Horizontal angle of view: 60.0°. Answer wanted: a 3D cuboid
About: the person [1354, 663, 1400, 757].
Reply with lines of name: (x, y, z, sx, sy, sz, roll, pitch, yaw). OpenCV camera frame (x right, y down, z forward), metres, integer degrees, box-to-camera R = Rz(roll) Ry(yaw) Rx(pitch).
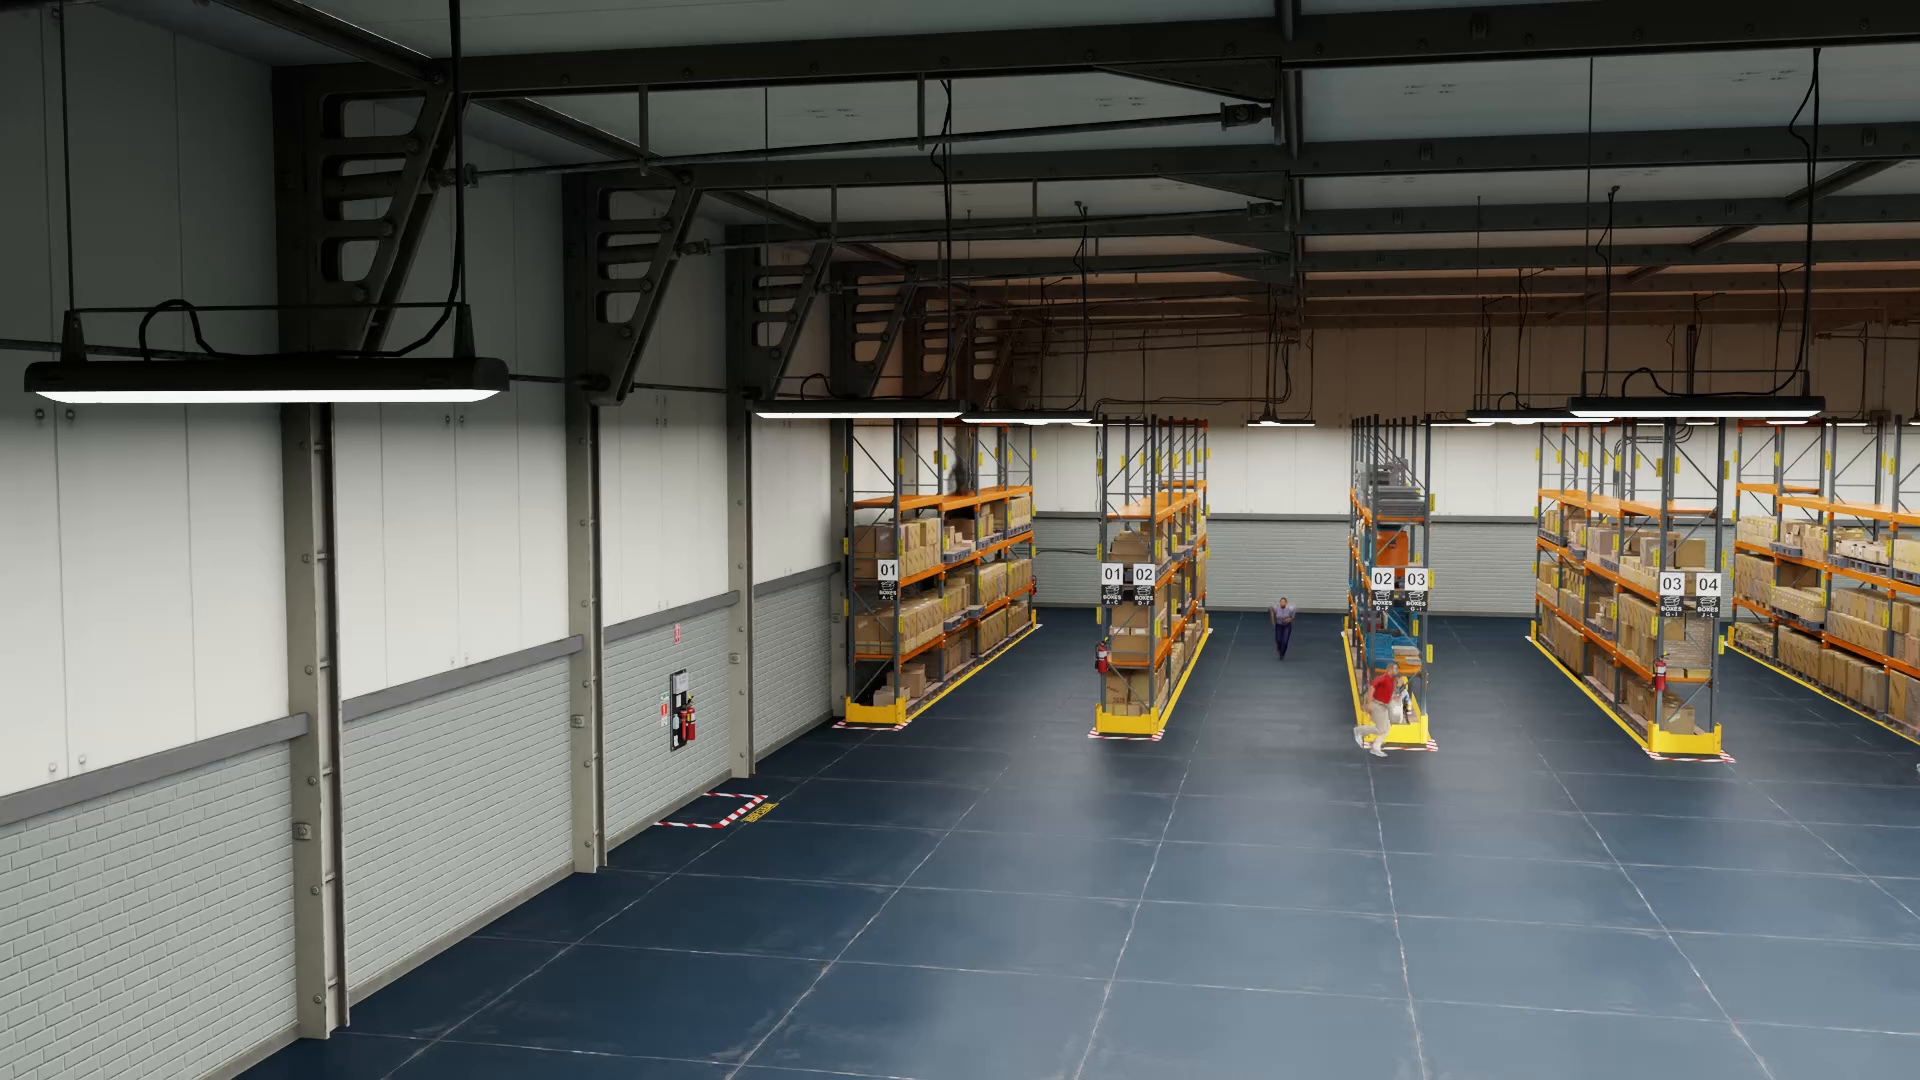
person: (7.331, 2.971, 29.242, 0.767, 1.665, 0.658, 2, 4, 25)

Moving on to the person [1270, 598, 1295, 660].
person: (7.996, 2.205, 41.240, 0.592, 1.576, 0.666, 1, 4, 10)
